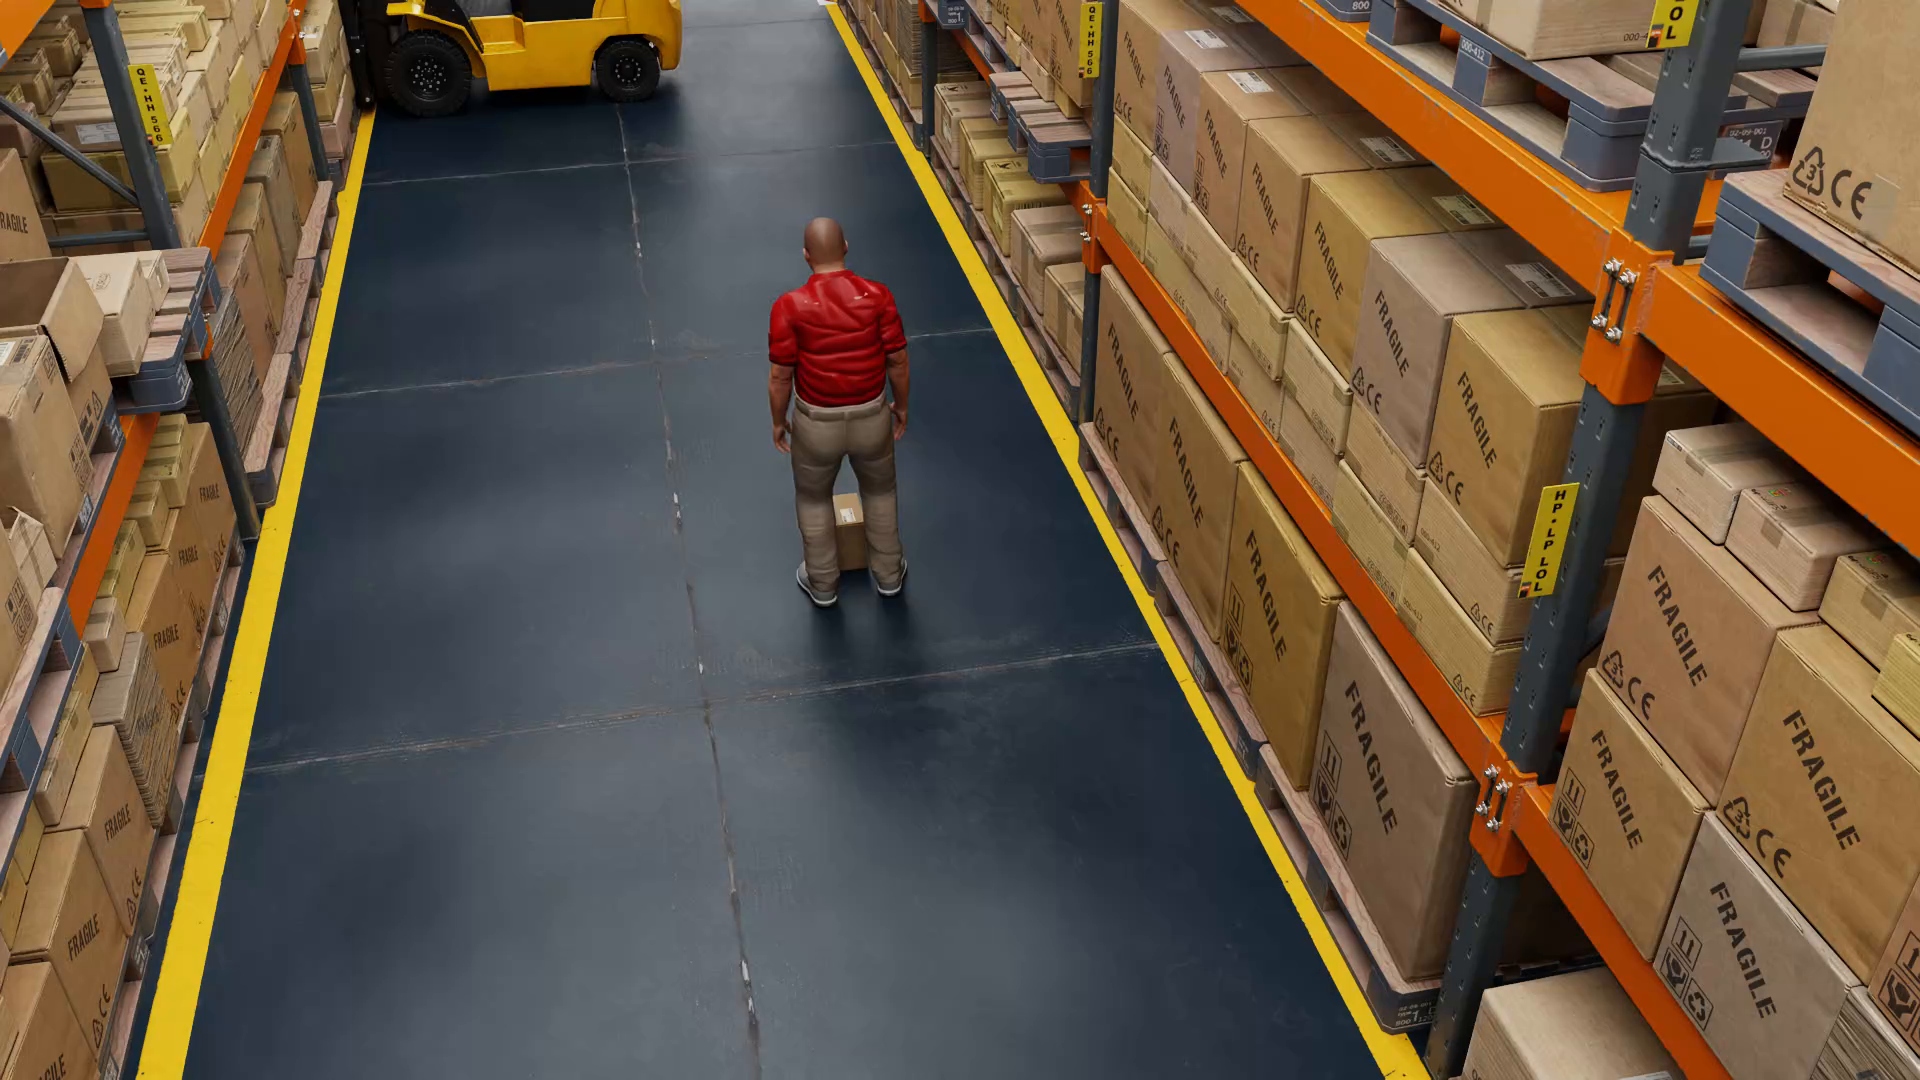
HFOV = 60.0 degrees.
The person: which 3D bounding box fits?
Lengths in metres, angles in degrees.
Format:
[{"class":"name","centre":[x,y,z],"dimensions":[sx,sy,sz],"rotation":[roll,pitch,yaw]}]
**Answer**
[{"class":"person","centre":[-0.496,-0.504,6.898],"dimensions":[0.583,1.726,0.394],"rotation":[-8,35,-11]}]
